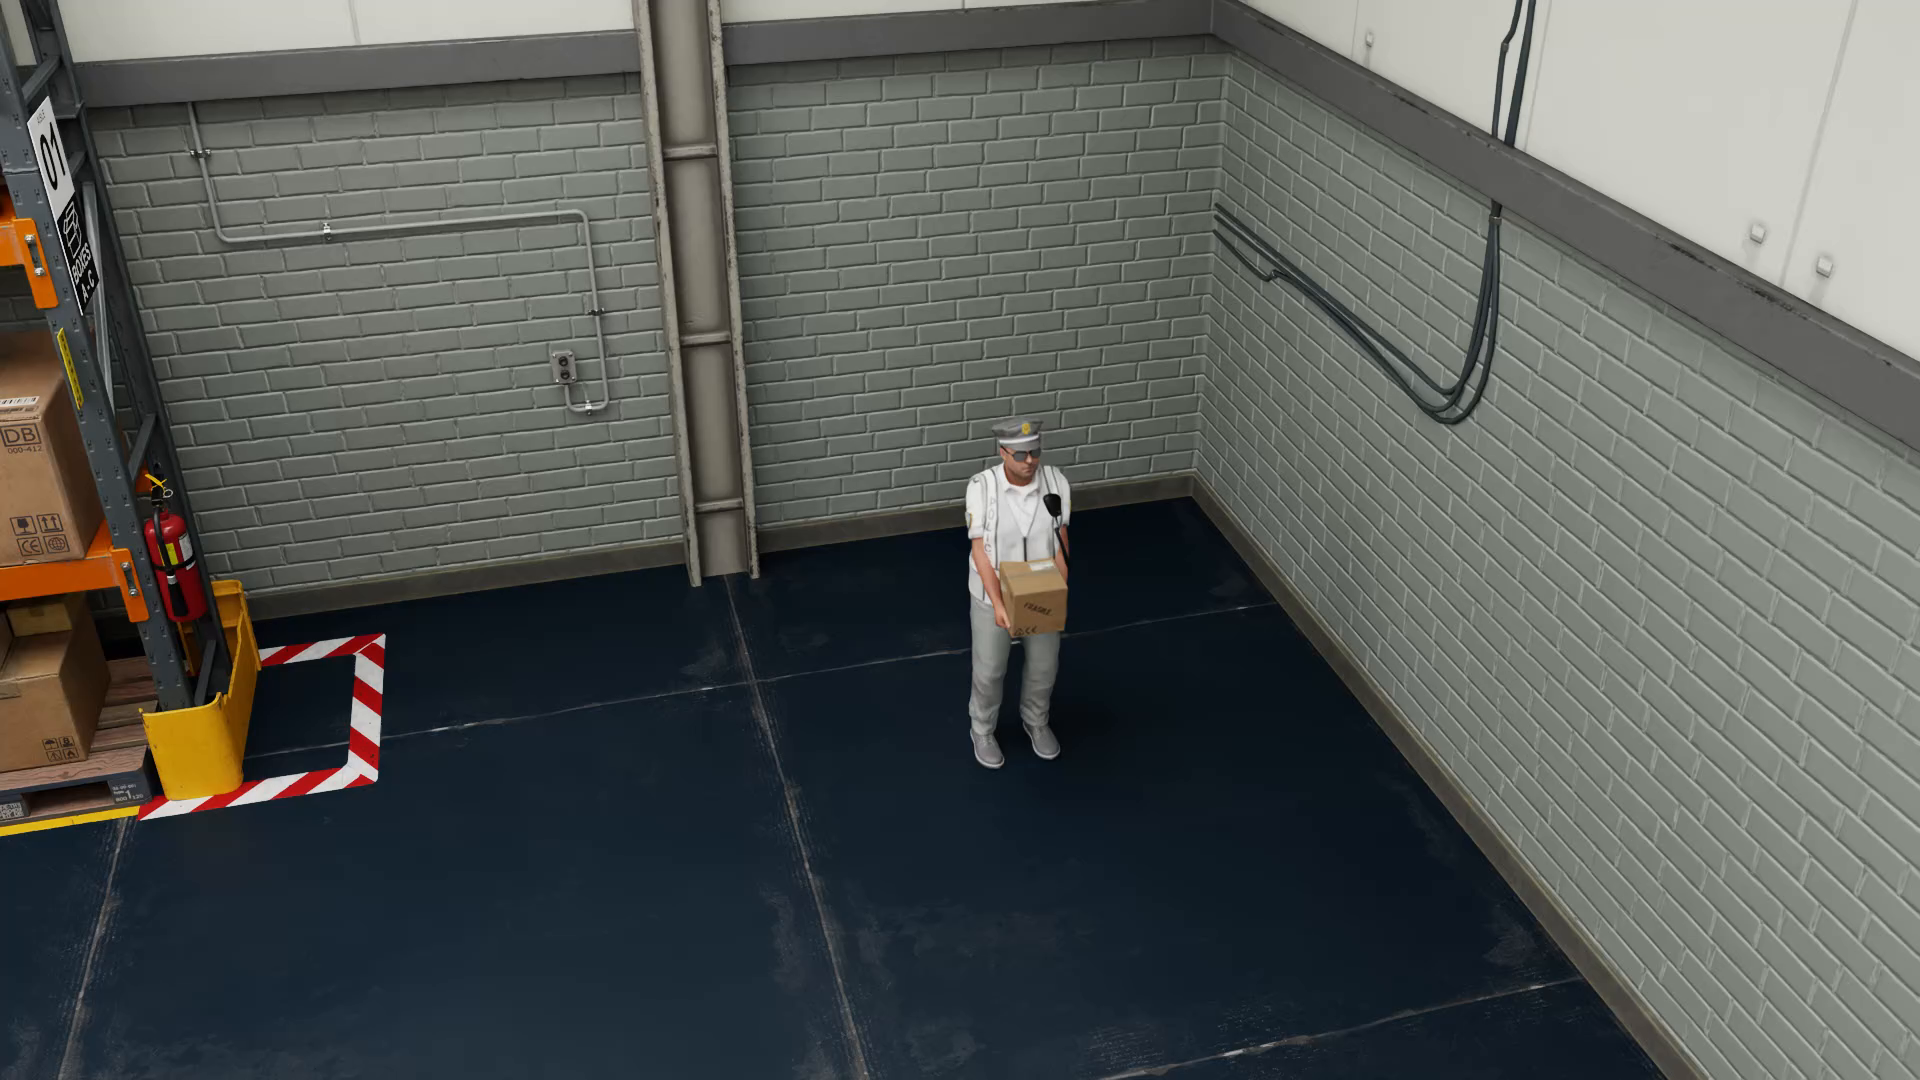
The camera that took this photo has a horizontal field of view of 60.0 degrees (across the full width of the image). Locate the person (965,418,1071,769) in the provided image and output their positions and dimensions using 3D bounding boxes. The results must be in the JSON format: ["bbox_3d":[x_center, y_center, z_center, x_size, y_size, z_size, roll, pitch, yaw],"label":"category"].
[{"bbox_3d":[0.293,0.274,7.745,0.494,1.767,0.563,-7,31,-12],"label":"person"}]
